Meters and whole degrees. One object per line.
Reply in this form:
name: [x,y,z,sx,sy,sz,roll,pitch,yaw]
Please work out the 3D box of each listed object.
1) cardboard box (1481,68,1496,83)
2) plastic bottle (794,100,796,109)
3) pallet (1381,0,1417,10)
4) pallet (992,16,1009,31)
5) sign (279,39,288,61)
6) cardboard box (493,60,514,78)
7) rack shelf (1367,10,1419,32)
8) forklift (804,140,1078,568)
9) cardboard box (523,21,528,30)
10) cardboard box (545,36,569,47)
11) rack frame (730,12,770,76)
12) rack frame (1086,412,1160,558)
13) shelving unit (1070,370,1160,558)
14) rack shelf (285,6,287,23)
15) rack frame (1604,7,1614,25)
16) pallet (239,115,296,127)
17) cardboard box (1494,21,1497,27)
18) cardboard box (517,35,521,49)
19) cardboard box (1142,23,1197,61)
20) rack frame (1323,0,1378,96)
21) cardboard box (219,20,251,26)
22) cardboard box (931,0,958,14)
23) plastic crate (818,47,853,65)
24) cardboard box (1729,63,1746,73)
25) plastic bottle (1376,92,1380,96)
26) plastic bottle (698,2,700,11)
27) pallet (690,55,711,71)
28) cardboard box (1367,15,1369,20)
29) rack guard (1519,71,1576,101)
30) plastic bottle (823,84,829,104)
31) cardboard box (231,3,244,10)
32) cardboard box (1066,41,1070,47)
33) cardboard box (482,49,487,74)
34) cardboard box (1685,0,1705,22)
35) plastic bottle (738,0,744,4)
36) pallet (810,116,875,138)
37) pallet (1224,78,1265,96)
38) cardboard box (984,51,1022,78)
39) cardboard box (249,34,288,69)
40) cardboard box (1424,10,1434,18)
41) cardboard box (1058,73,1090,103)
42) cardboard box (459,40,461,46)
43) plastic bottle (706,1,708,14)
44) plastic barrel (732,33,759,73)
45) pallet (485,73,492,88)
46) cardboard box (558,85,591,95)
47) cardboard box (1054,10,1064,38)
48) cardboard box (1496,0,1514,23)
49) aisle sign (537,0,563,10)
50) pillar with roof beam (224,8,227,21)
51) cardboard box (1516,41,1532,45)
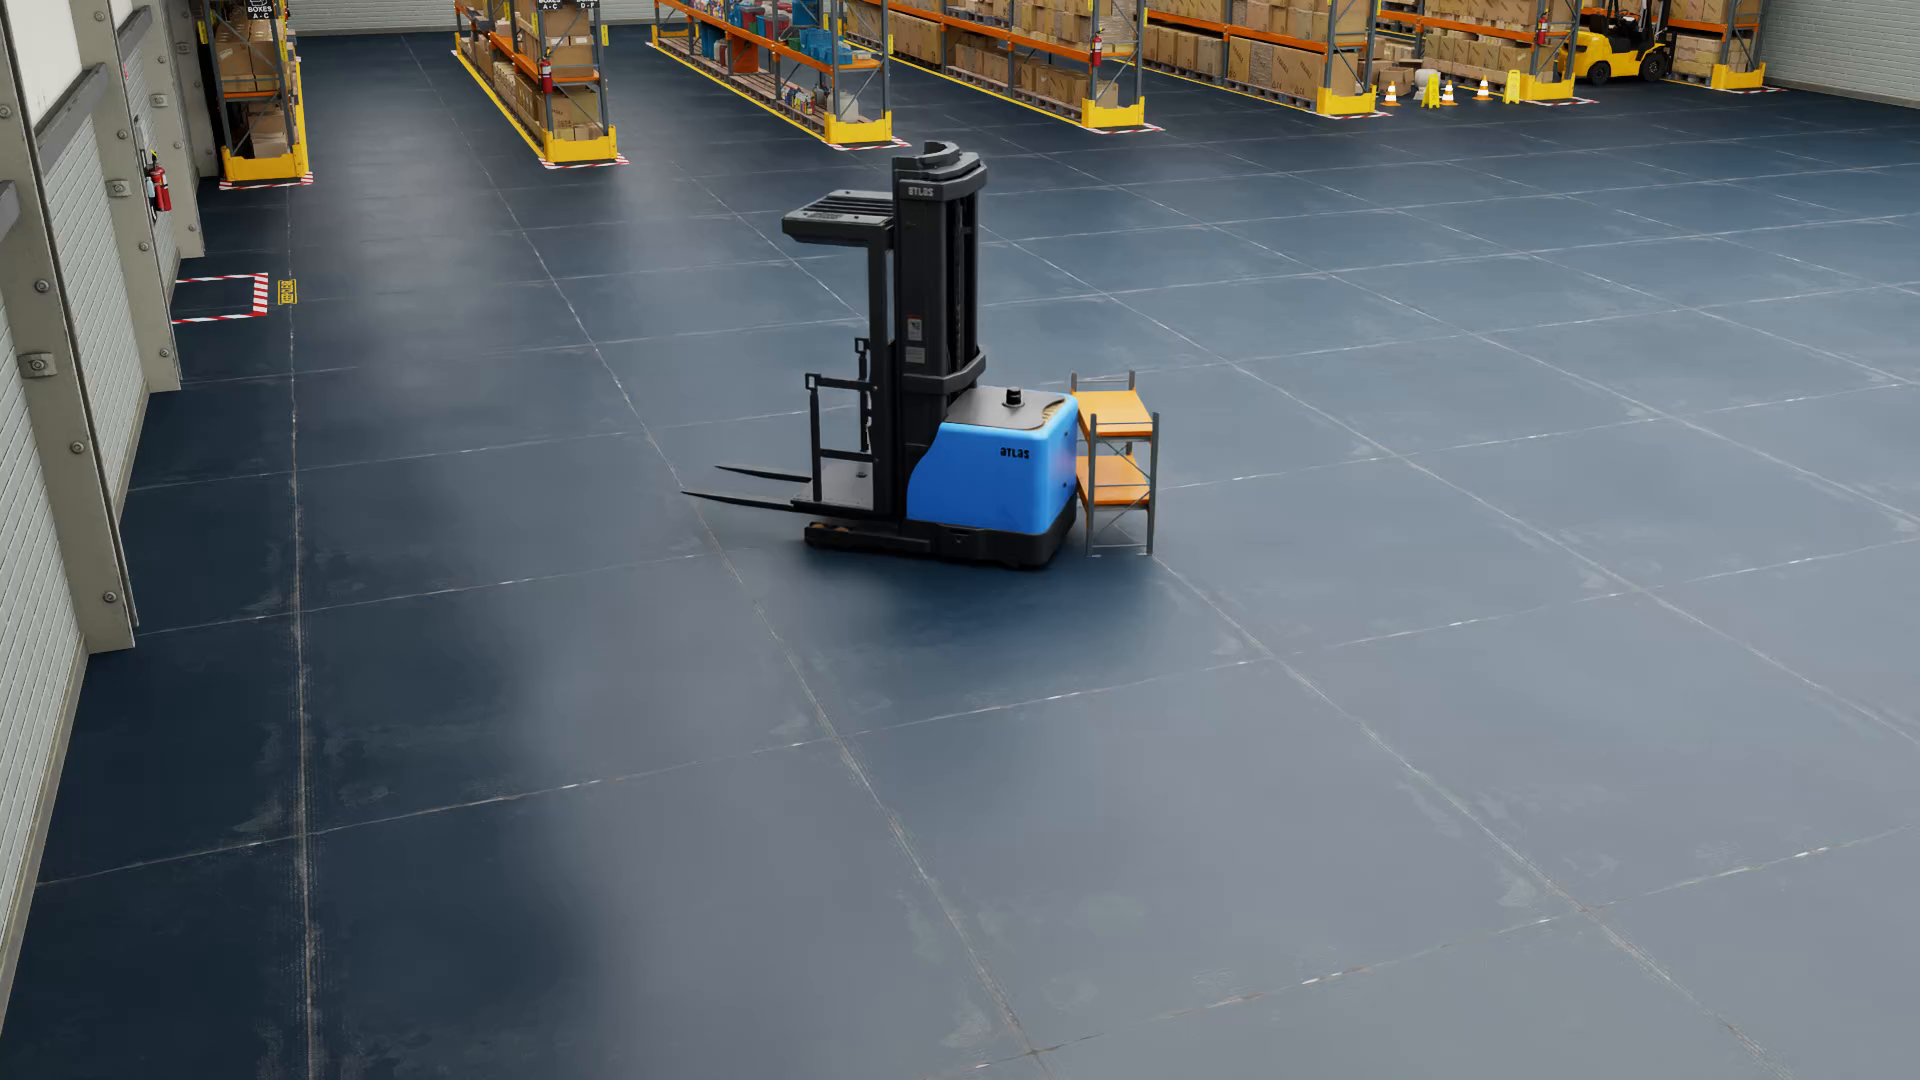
cardboard box: [11.453,-9.895,35.364,0.500,0.250,0.500,-8,24,-19]
plastic bottle: [-3.111,-8.325,31.676,0.097,0.201,0.097,0,23,0]
pallet: [10.077,-12.627,39.094,1.003,0.211,1.213,-8,24,-19]
pallet: [1.347,-10.825,34.819,1.003,0.211,1.213,-8,24,-19]
sign: [-10.500,-7.597,25.799,0.100,0.325,0.005,-8,24,-19]
cardboard box: [-9.290,-9.666,34.099,0.500,0.311,0.500,-7,24,-17]
rack shelf: [10.046,-12.371,39.166,1.077,0.370,4.000,-8,24,-19]
forklift: [-0.665,-1.467,12.457,3.031,2.935,1.130,7,24,17]
cardboard box: [-7.598,-9.199,29.750,0.380,0.149,0.250,-9,24,-19]
cardboard box: [-6.688,-8.263,27.528,0.380,0.149,0.250,-9,24,-20]
rack frame: [-4.562,-11.390,35.913,0.949,2.616,0.053,-8,24,-19]
rack frame: [1.196,-0.401,12.252,0.500,1.125,0.032,-2,23,-4]
shelving unit: [1.157,-0.597,12.719,0.538,1.125,1.048,-2,23,-4]
rack shelf: [-15.953,-11.879,37.999,1.077,0.370,4.000,-8,24,-19]
rack frame: [15.392,-12.658,38.920,0.949,2.616,0.053,-8,24,-19]
pallet: [-12.697,-7.575,30.451,1.003,0.211,1.213,-8,24,-19]
cardboard box: [11.491,-10.888,35.044,0.380,0.149,0.250,-8,24,-18]
cardboard box: [-8.270,-9.491,31.578,0.396,0.266,0.258,-9,24,-20]
cardboard box: [4.875,-11.637,38.853,1.050,0.750,0.750,-9,24,-20]
rack frame: [7.570,-9.807,32.155,1.000,3.000,0.127,-8,24,-19]
cardboard box: [-12.450,-8.664,28.645,0.500,0.500,0.500,-9,24,-20]
cardboard box: [-0.338,-12.261,37.849,0.500,0.500,0.500,-8,24,-17]
plastic crate: [-2.196,-8.556,29.378,0.499,0.251,0.616,-8,24,-19]
cardboard box: [16.817,-10.337,36.412,0.500,0.250,0.500,-8,24,-19]
plastic bottle: [8.664,-9.374,34.913,0.133,0.061,0.283,-18,29,-37]
plastic bottle: [-5.992,-12.317,38.367,0.097,0.201,0.097,0,23,0]
pallet: [-5.745,-11.272,39.223,1.003,0.211,1.213,-8,24,-19]
cardboard box: [11.915,-15.132,47.467,0.700,0.500,0.500,-9,25,-21]
rack guard: [12.139,-9.398,34.404,1.175,0.500,0.348,-8,24,-19]
plastic bottle: [-2.587,-8.655,32.266,0.144,0.351,0.185,-10,25,-22]
cardboard box: [-13.658,-10.110,32.180,0.700,0.500,0.500,-11,25,-25]
cardboard box: [2.253,-9.486,31.719,0.380,0.149,0.250,-8,24,-19]
cardboard box: [-10.124,-10.448,36.329,0.500,0.500,0.500,-9,25,-21]
cardboard box: [16.214,-11.584,36.242,0.500,0.500,0.500,-8,24,-17]
plastic bottle: [-4.958,-12.131,37.734,0.144,0.351,0.185,-8,24,-19]
pallet: [-2.092,-7.515,30.309,1.003,0.211,1.213,-8,24,-19]
pallet: [6.353,-9.688,35.464,1.003,0.211,1.213,-8,24,-19]
cardboard box: [0.936,-10.272,35.912,0.700,0.500,0.500,-11,25,-24]
cardboard box: [-11.060,-7.805,26.608,0.500,0.500,0.500,-8,24,-19]
cardboard box: [10.564,-11.702,36.975,0.380,0.149,0.250,-8,24,-19]
cardboard box: [2.243,-8.876,32.625,0.500,0.500,0.500,-6,24,-14]
cardboard box: [-12.200,-12.308,41.195,0.380,0.149,0.250,-8,24,-19]
plastic bottle: [-5.713,-12.062,37.671,0.097,0.271,0.097,0,23,0]
plastic barrel: [-4.754,-10.759,36.668,0.600,0.830,0.708,-8,24,-19]
pallet: [-9.856,-10.146,36.550,1.003,0.211,1.213,-8,24,-19]
cardboard box: [-6.723,-7.664,29.105,0.500,0.500,0.500,-8,24,-19]
cardboard box: [2.301,-9.902,31.870,0.875,0.500,0.500,-8,24,-19]
cardboard box: [11.543,-11.048,34.588,0.500,0.500,0.500,-8,24,-19]
aisle sign: [-6.626,-8.939,26.749,0.394,0.787,0.004,-8,24,-19]
pillar with roof beam: [-14.395,-17.155,41.866,9.100,9.000,0.400,-8,24,-19]
cardboard box: [11.941,-10.323,35.415,0.500,0.500,0.500,-9,25,-21]
